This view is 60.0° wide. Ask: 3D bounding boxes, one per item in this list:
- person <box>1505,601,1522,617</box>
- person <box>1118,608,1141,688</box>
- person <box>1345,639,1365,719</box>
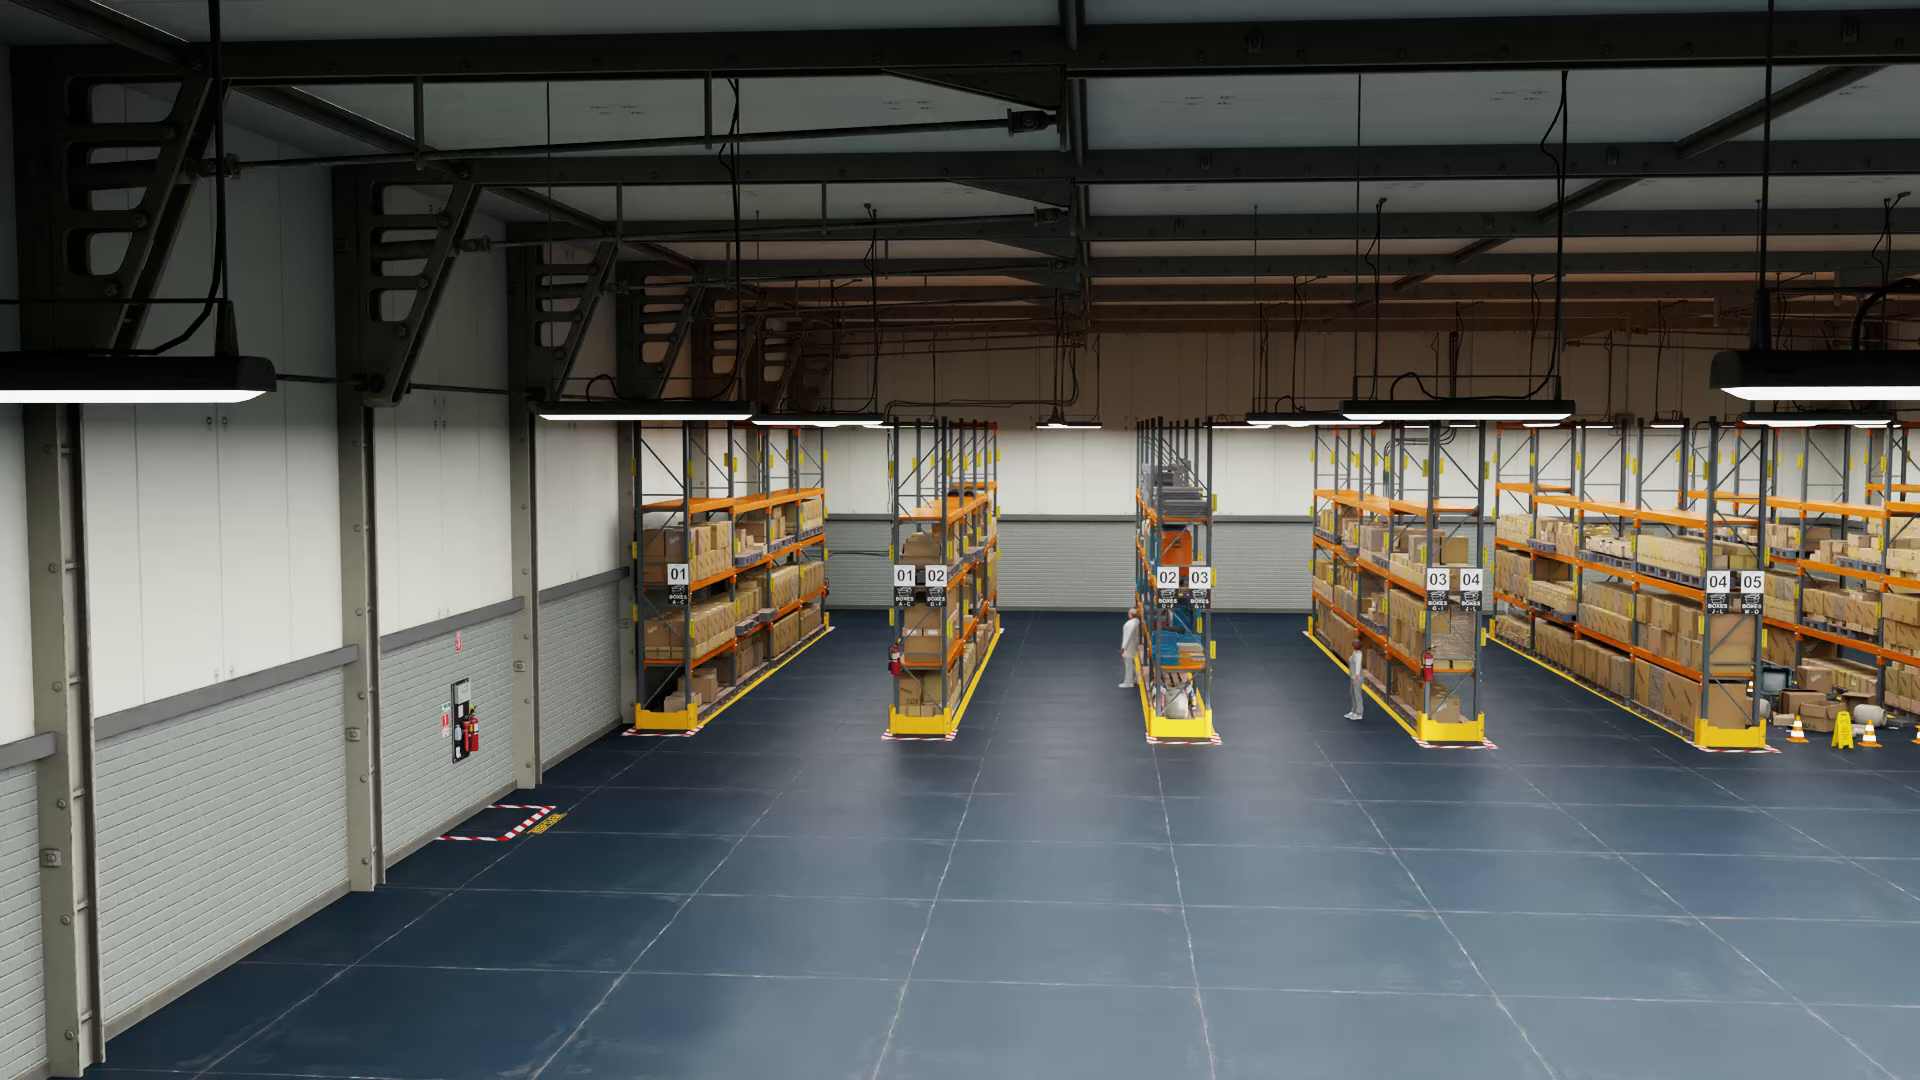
[{"bbox_3d":[16.236,1.696,48.827,0.536,1.654,0.442,-3,5,-38],"label":"person"},{"bbox_3d":[3.820,2.405,37.251,0.507,1.777,0.662,1,4,9],"label":"person"},{"bbox_3d":[7.867,2.754,33.058,0.352,1.601,0.460,0,4,1],"label":"person"}]
